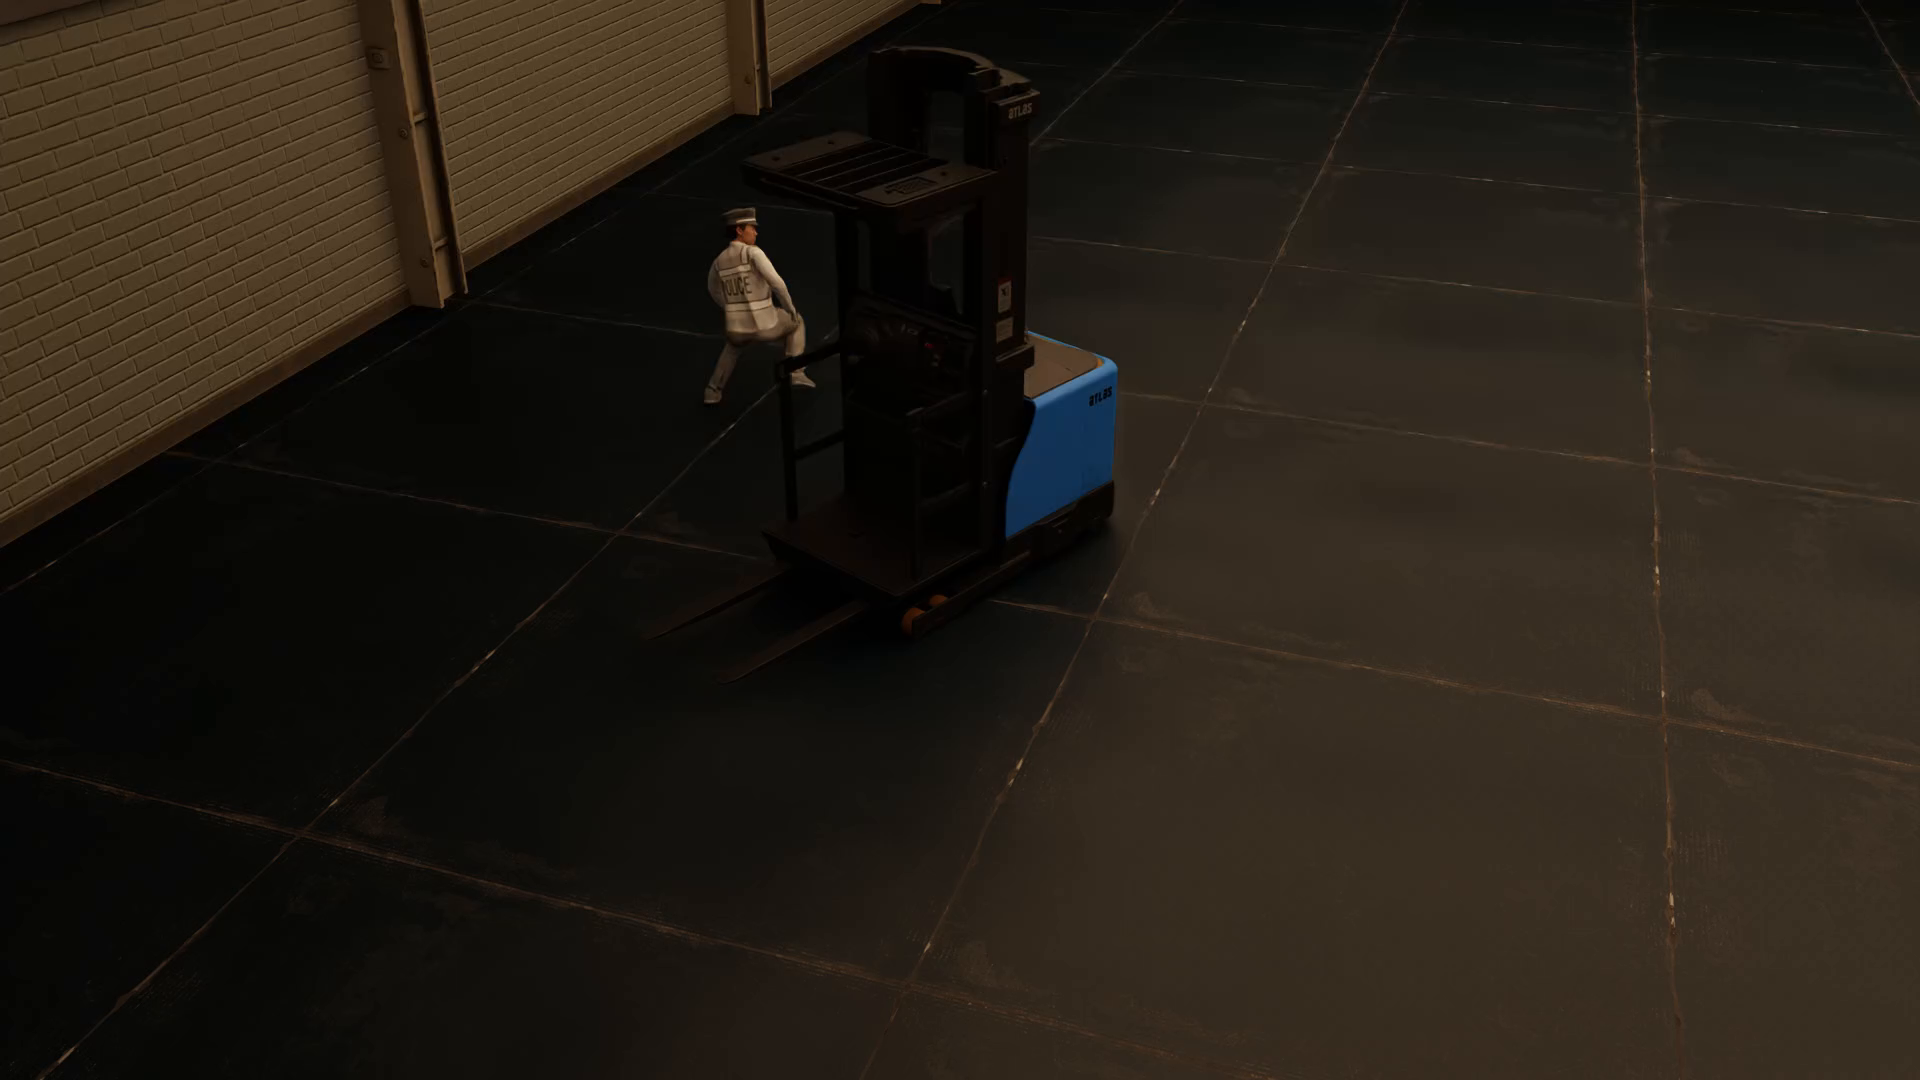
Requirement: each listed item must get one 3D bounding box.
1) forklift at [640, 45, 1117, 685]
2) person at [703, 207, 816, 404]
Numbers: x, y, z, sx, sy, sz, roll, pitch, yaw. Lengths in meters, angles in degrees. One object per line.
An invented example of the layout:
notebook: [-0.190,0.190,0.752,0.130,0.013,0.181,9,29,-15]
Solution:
forklift: [-0.422,-1.017,8.920,1.130,2.935,3.031,24,38,36]
person: [-1.436,-1.569,11.453,0.785,1.461,0.624,10,31,16]
